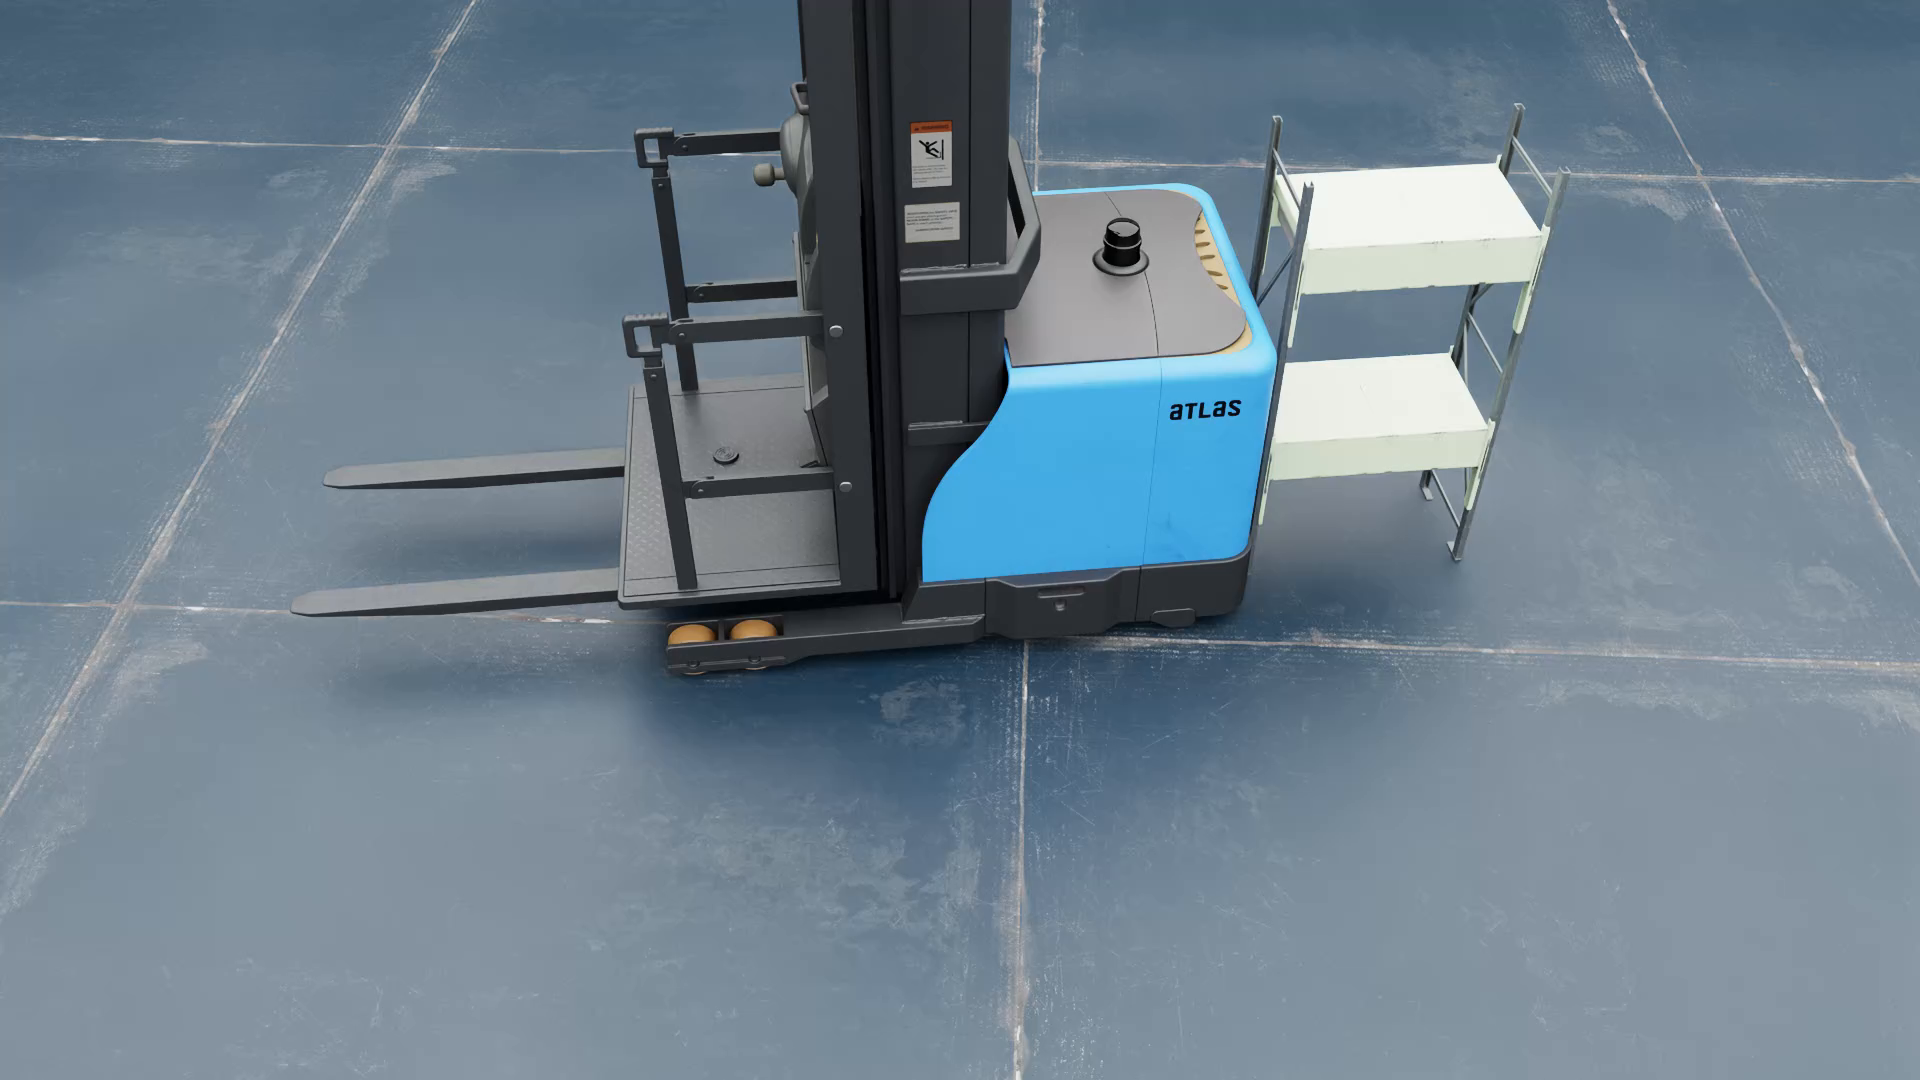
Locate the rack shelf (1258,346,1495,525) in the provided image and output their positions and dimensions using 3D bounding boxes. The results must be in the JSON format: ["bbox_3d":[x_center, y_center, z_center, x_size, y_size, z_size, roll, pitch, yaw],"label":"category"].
[{"bbox_3d":[1.314,-0.349,5.503,0.720,0.370,0.431,-4,43,-4],"label":"rack shelf"}]

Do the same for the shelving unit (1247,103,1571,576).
[{"bbox_3d":[1.314,-0.588,5.281,0.755,1.500,0.431,-4,43,-4],"label":"shelving unit"}]

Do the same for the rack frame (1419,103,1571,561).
[{"bbox_3d":[1.678,-0.613,5.308,0.023,1.500,0.400,-4,43,-4],"label":"rack frame"}]

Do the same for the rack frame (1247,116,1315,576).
[{"bbox_3d":[0.950,-0.562,5.253,0.023,1.500,0.400,-4,43,-4],"label":"rack frame"}]

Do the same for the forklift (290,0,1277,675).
[{"bbox_3d":[-0.622,-1.025,4.700,3.031,2.935,1.130,-4,43,-5],"label":"forklift"}]

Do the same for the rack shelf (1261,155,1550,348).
[{"bbox_3d":[1.314,-0.873,5.015,0.720,0.370,0.431,-4,43,-4],"label":"rack shelf"}]
